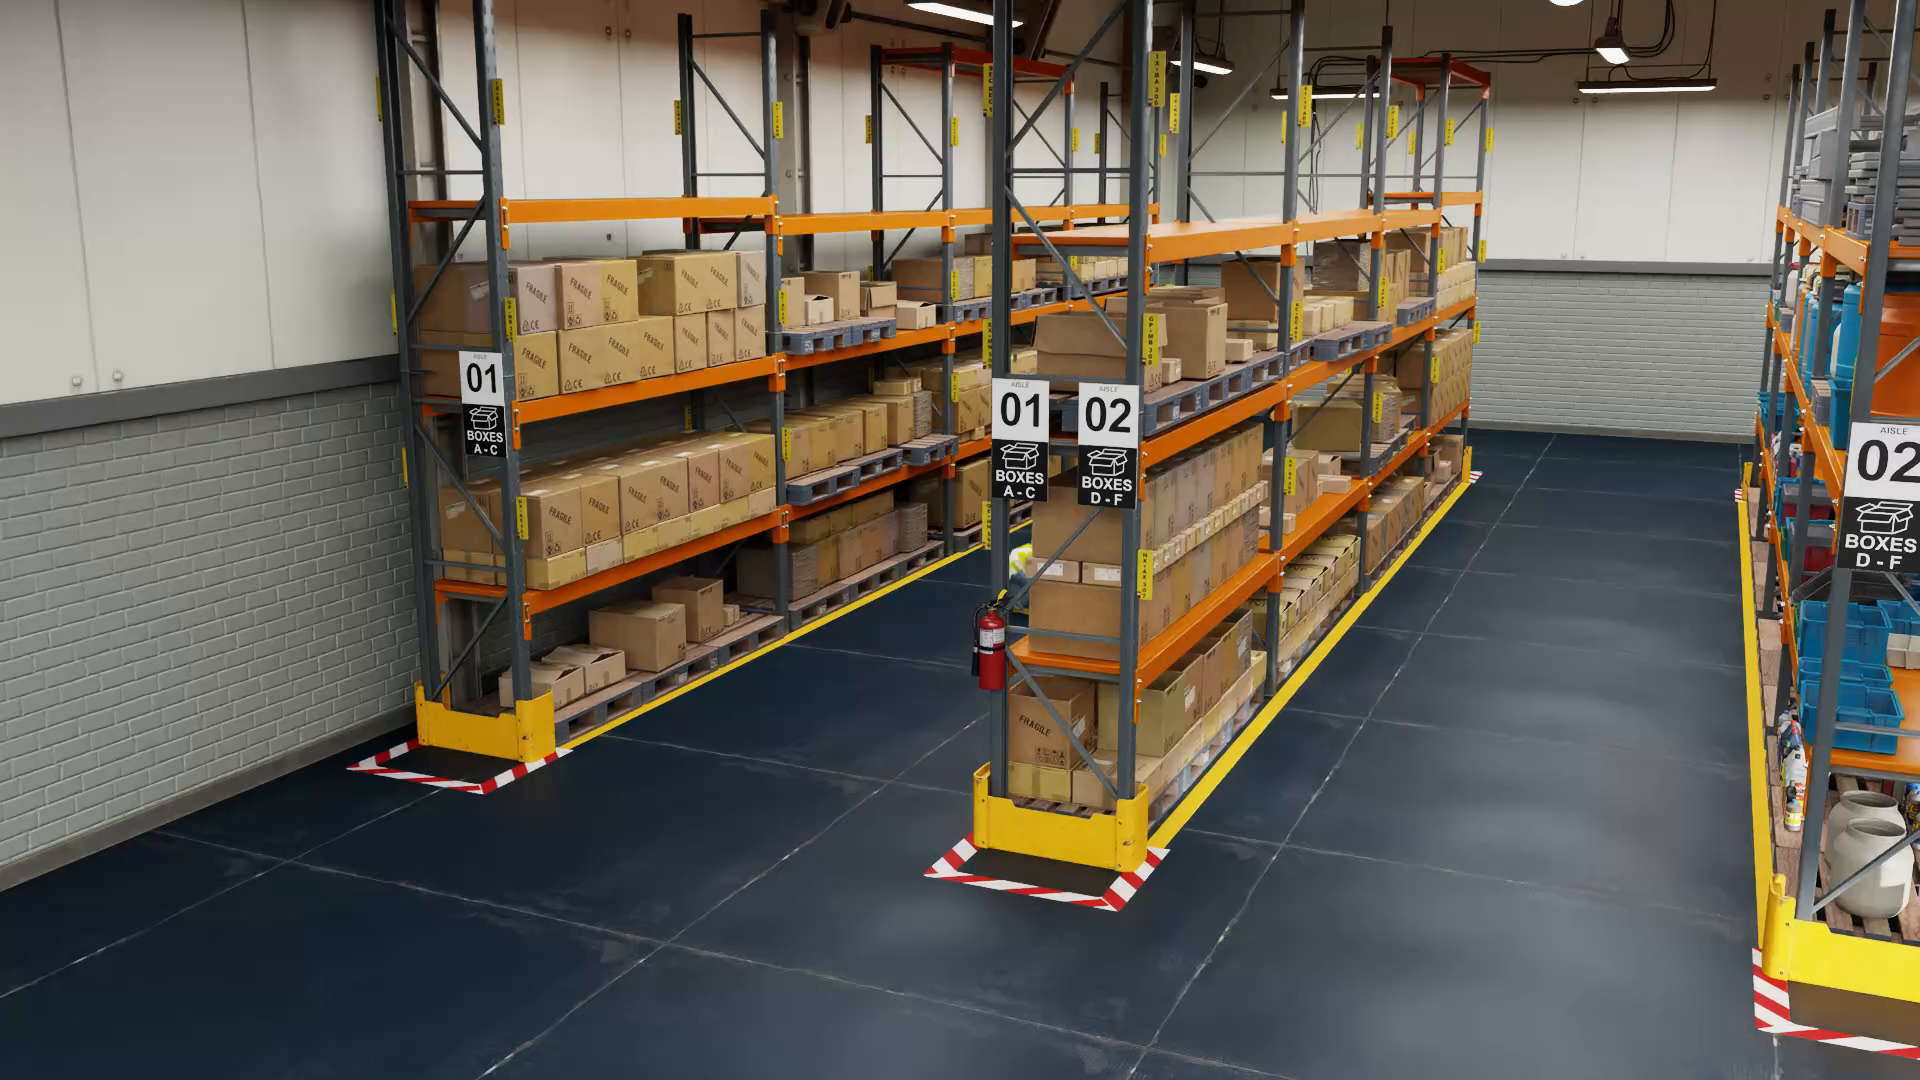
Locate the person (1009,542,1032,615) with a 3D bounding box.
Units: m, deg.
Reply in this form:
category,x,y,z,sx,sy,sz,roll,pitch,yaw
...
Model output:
category,x,y,z,sx,sy,sz,roll,pitch,yaw
person,0.904,0.394,17.480,0.953,0.830,0.531,5,13,22
